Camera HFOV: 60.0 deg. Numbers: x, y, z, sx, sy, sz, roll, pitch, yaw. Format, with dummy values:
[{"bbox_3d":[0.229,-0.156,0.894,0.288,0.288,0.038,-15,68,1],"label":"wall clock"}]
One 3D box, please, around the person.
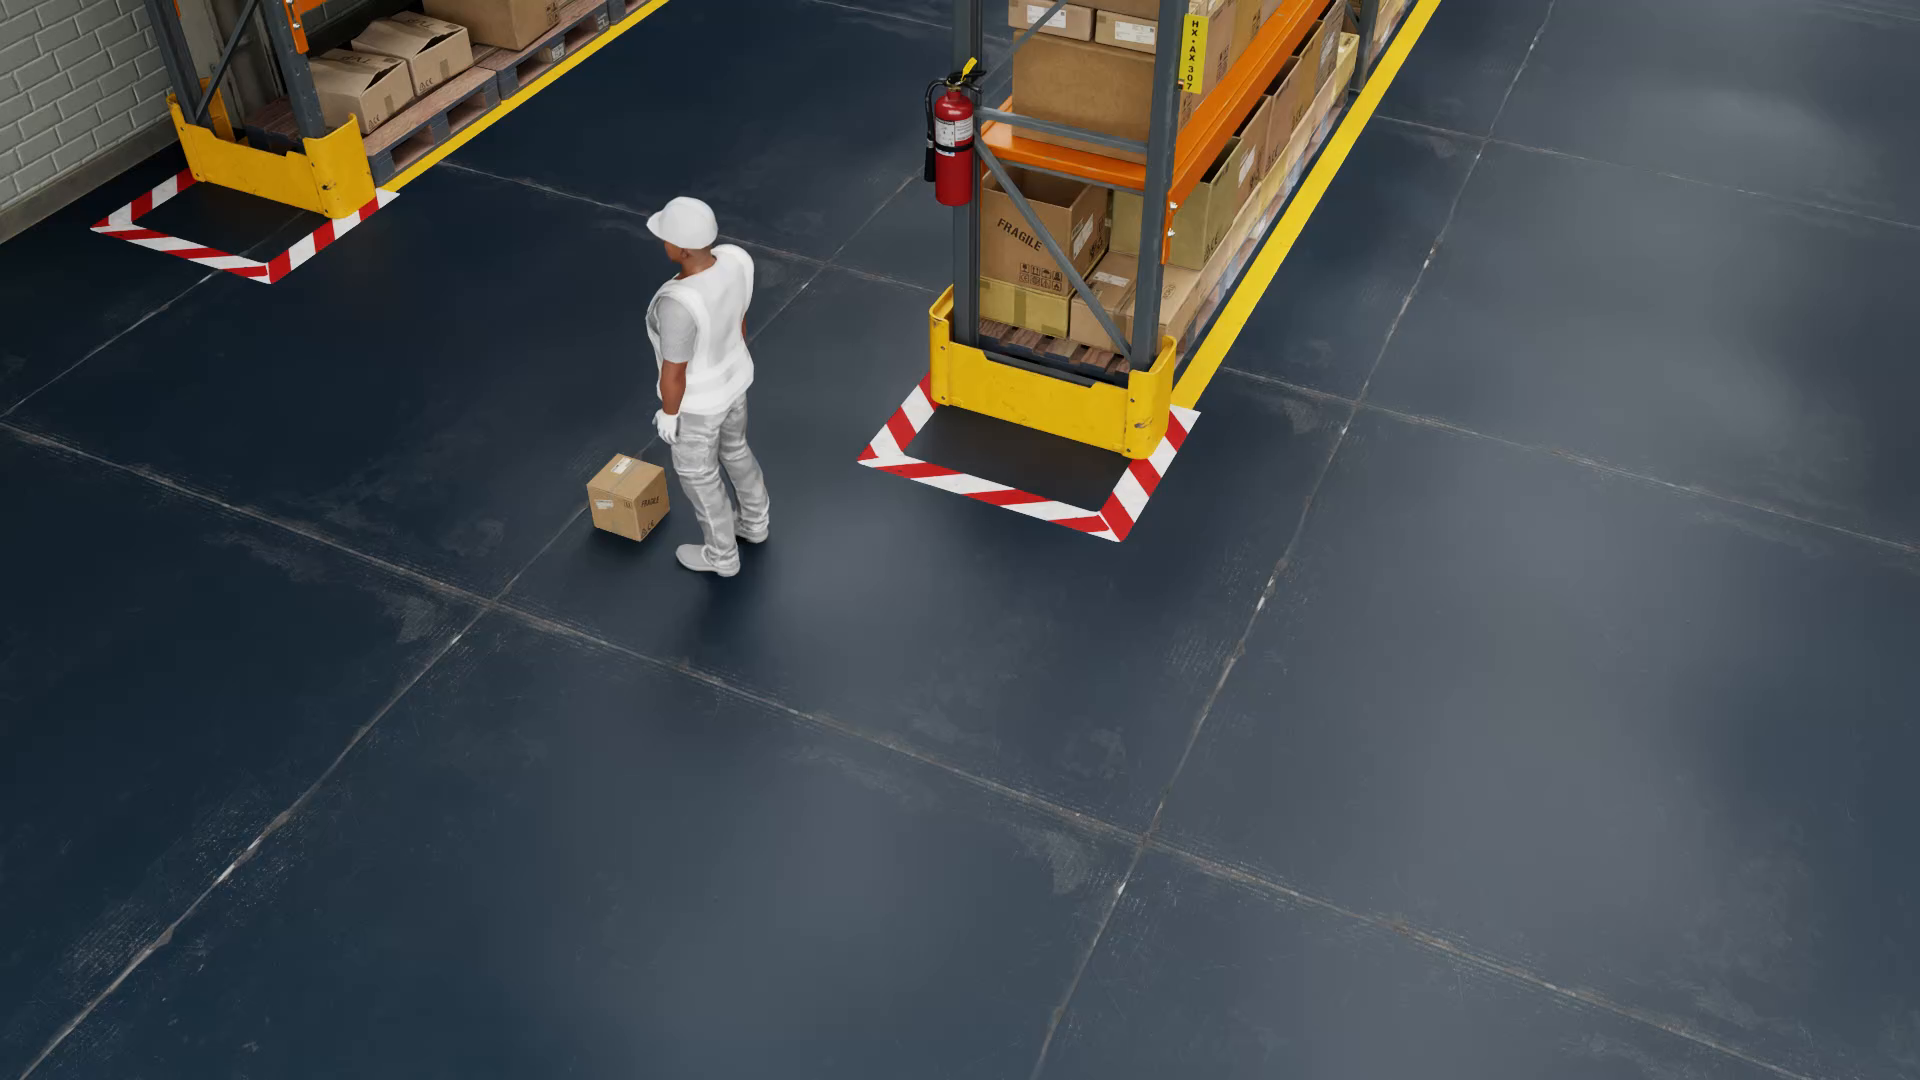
[{"bbox_3d":[-1.049,-0.619,6.841,0.357,1.782,0.545,18,45,19],"label":"person"}]
